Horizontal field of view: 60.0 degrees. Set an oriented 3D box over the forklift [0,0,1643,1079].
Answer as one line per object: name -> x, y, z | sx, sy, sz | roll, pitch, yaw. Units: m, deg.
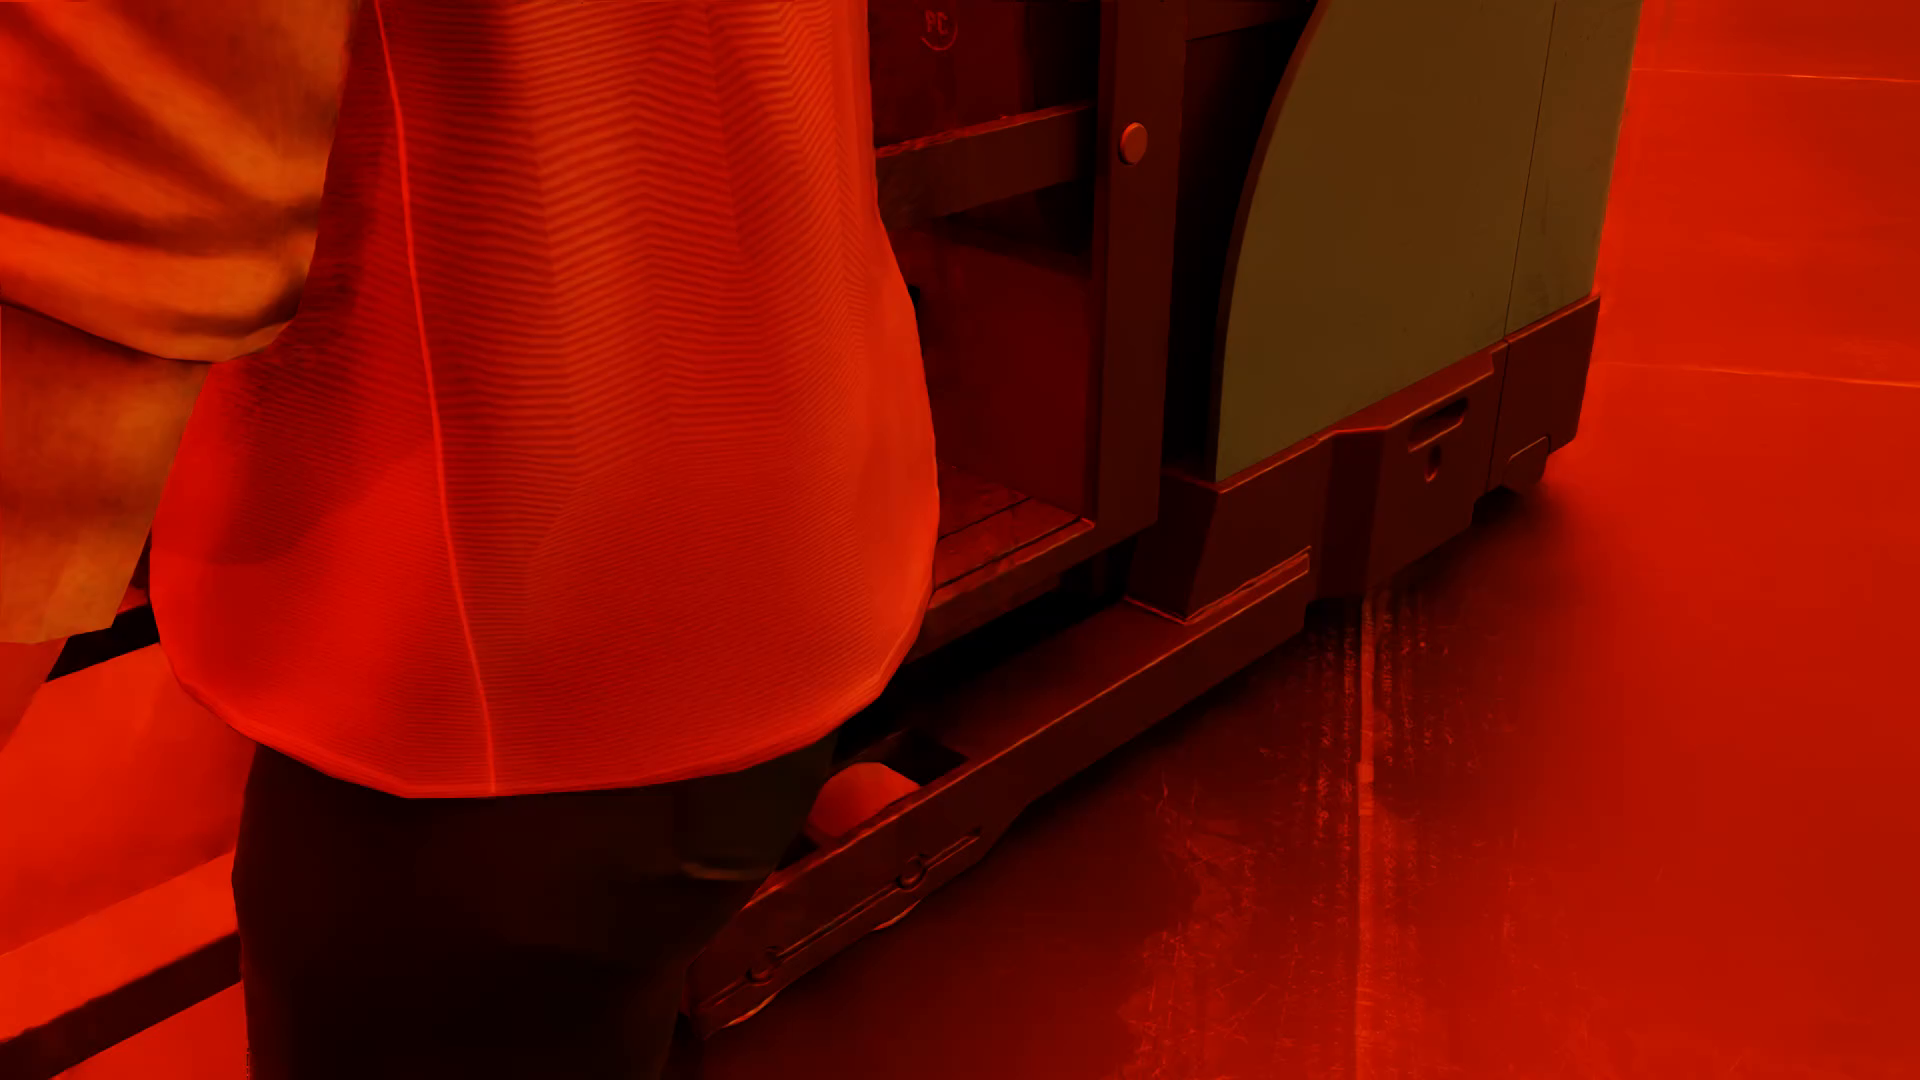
forklift -> -0.387, -1.109, 1.444 | 1.130, 2.935, 3.031 | 24, 35, 38
